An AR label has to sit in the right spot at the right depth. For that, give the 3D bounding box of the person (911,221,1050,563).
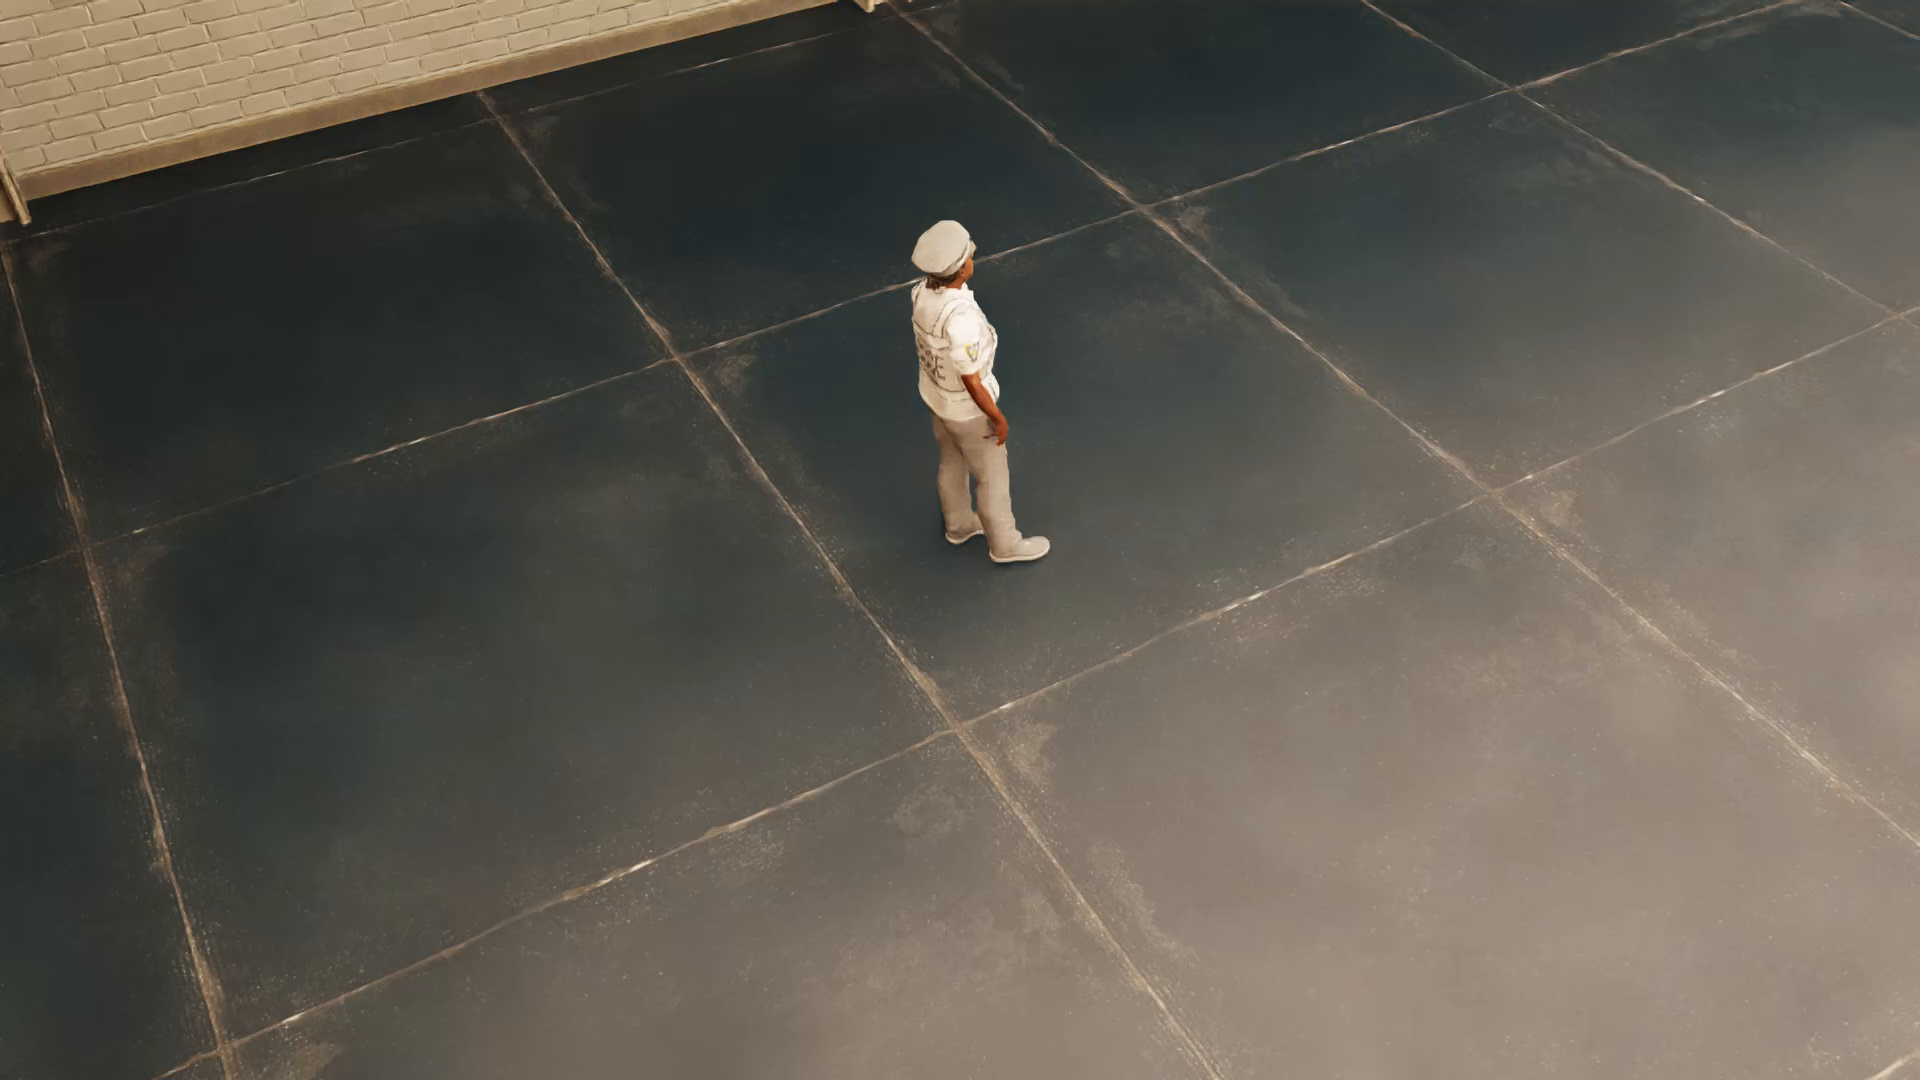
[{"bbox_3d":[0.075,-0.641,7.287,0.529,1.695,0.570,-21,47,-21],"label":"person"}]
